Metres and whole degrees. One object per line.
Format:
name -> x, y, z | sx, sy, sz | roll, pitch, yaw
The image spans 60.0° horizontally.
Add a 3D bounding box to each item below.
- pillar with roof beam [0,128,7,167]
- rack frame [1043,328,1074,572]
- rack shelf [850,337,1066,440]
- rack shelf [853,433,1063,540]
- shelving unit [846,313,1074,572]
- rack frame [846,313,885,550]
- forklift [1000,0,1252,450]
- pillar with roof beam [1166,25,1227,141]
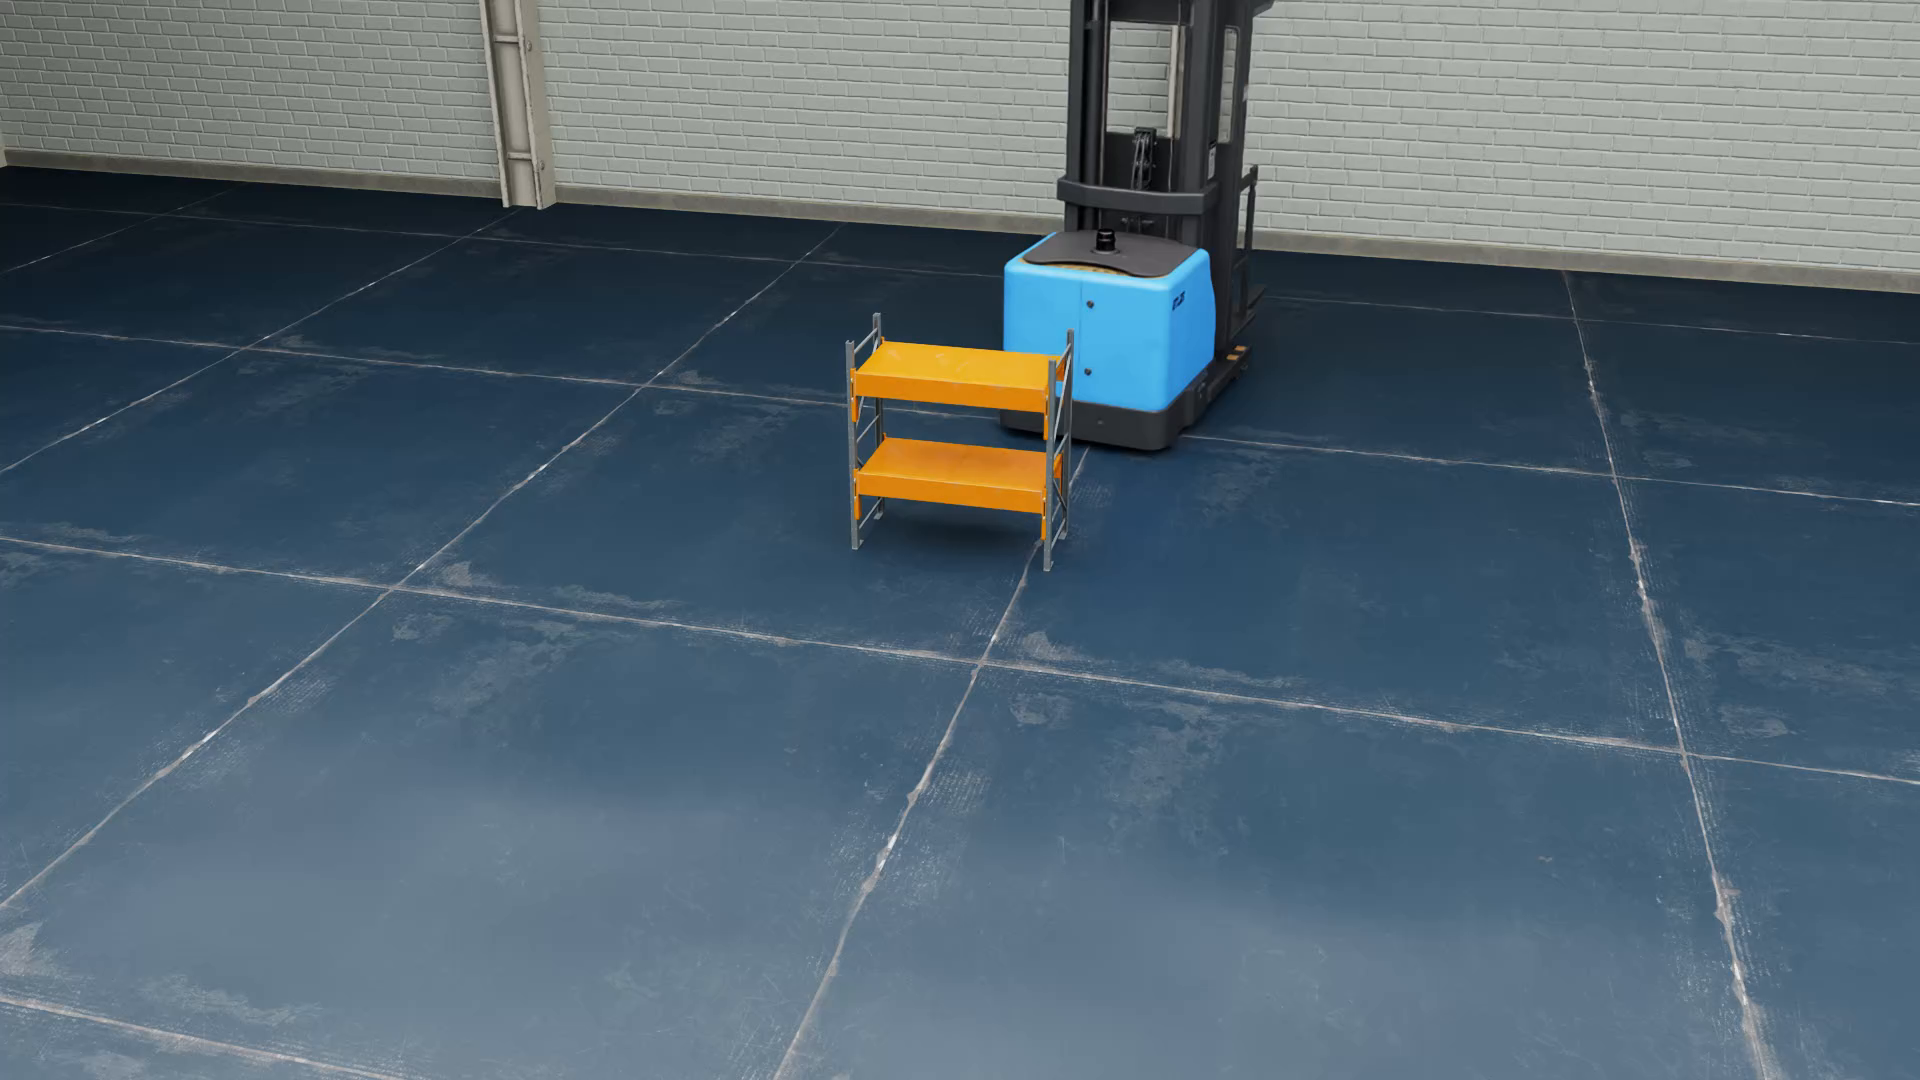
pillar with roof beam -> -10.809, -5.984, 10.850 | 0.400, 9.000, 9.100 | 6, 26, 13
rack frame -> 0.499, -0.453, 8.392 | 0.032, 1.125, 0.500 | 6, 26, 13
rack shelf -> 0.007, -0.771, 8.381 | 1.000, 0.278, 0.538 | 6, 26, 13
rack shelf -> 0.007, -0.286, 8.612 | 1.000, 0.278, 0.538 | 6, 26, 13
shelving unit -> 0.007, -0.507, 8.507 | 1.048, 1.125, 0.538 | 6, 26, 13
rack frame -> -0.486, -0.562, 8.621 | 0.032, 1.125, 0.500 | 6, 26, 13
forklift -> 1.310, -2.450, 10.487 | 1.130, 2.935, 3.031 | 11, 28, 22
pillar with roof beam -> 0.813, -4.699, 8.152 | 0.400, 9.000, 9.100 | 6, 26, 13
